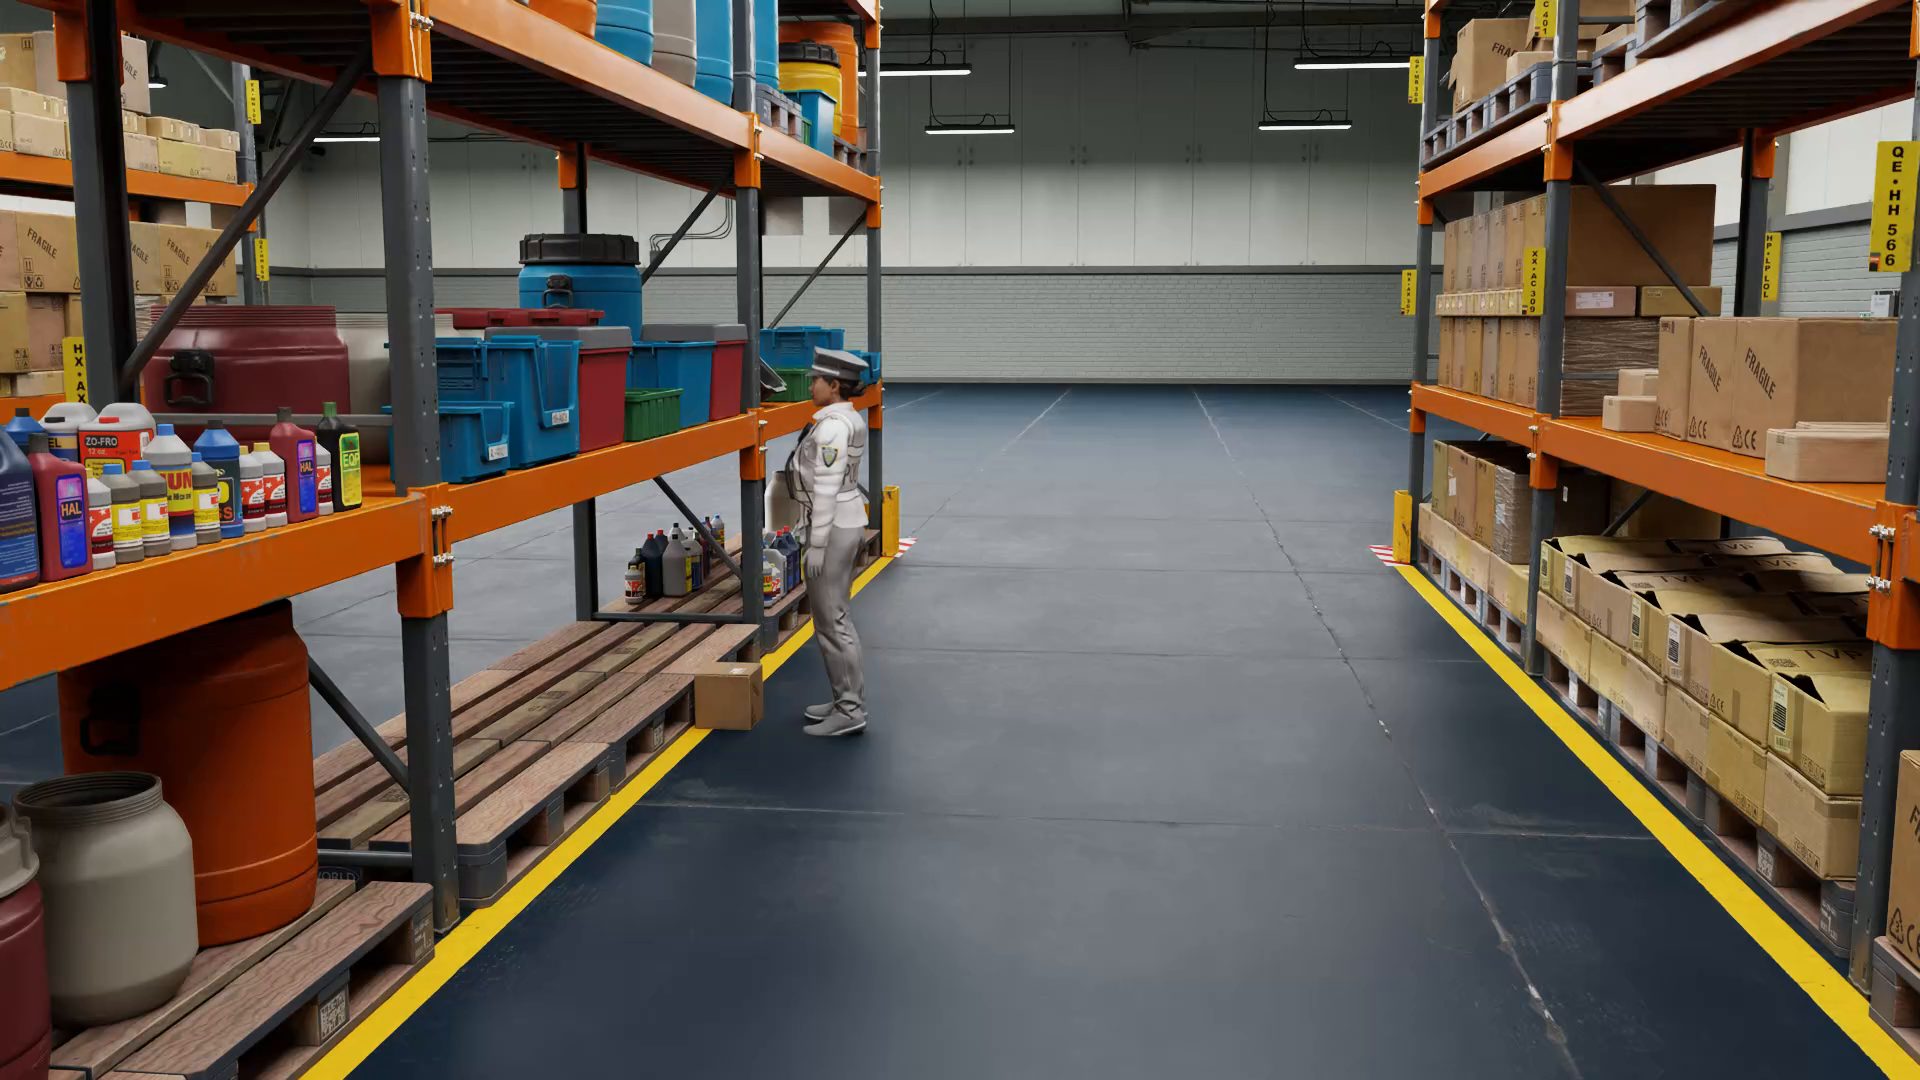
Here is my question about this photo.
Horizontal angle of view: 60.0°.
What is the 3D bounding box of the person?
[{"bbox_3d":[-0.565,0.007,7.264,0.343,1.701,0.466,1,8,8],"label":"person"}]
